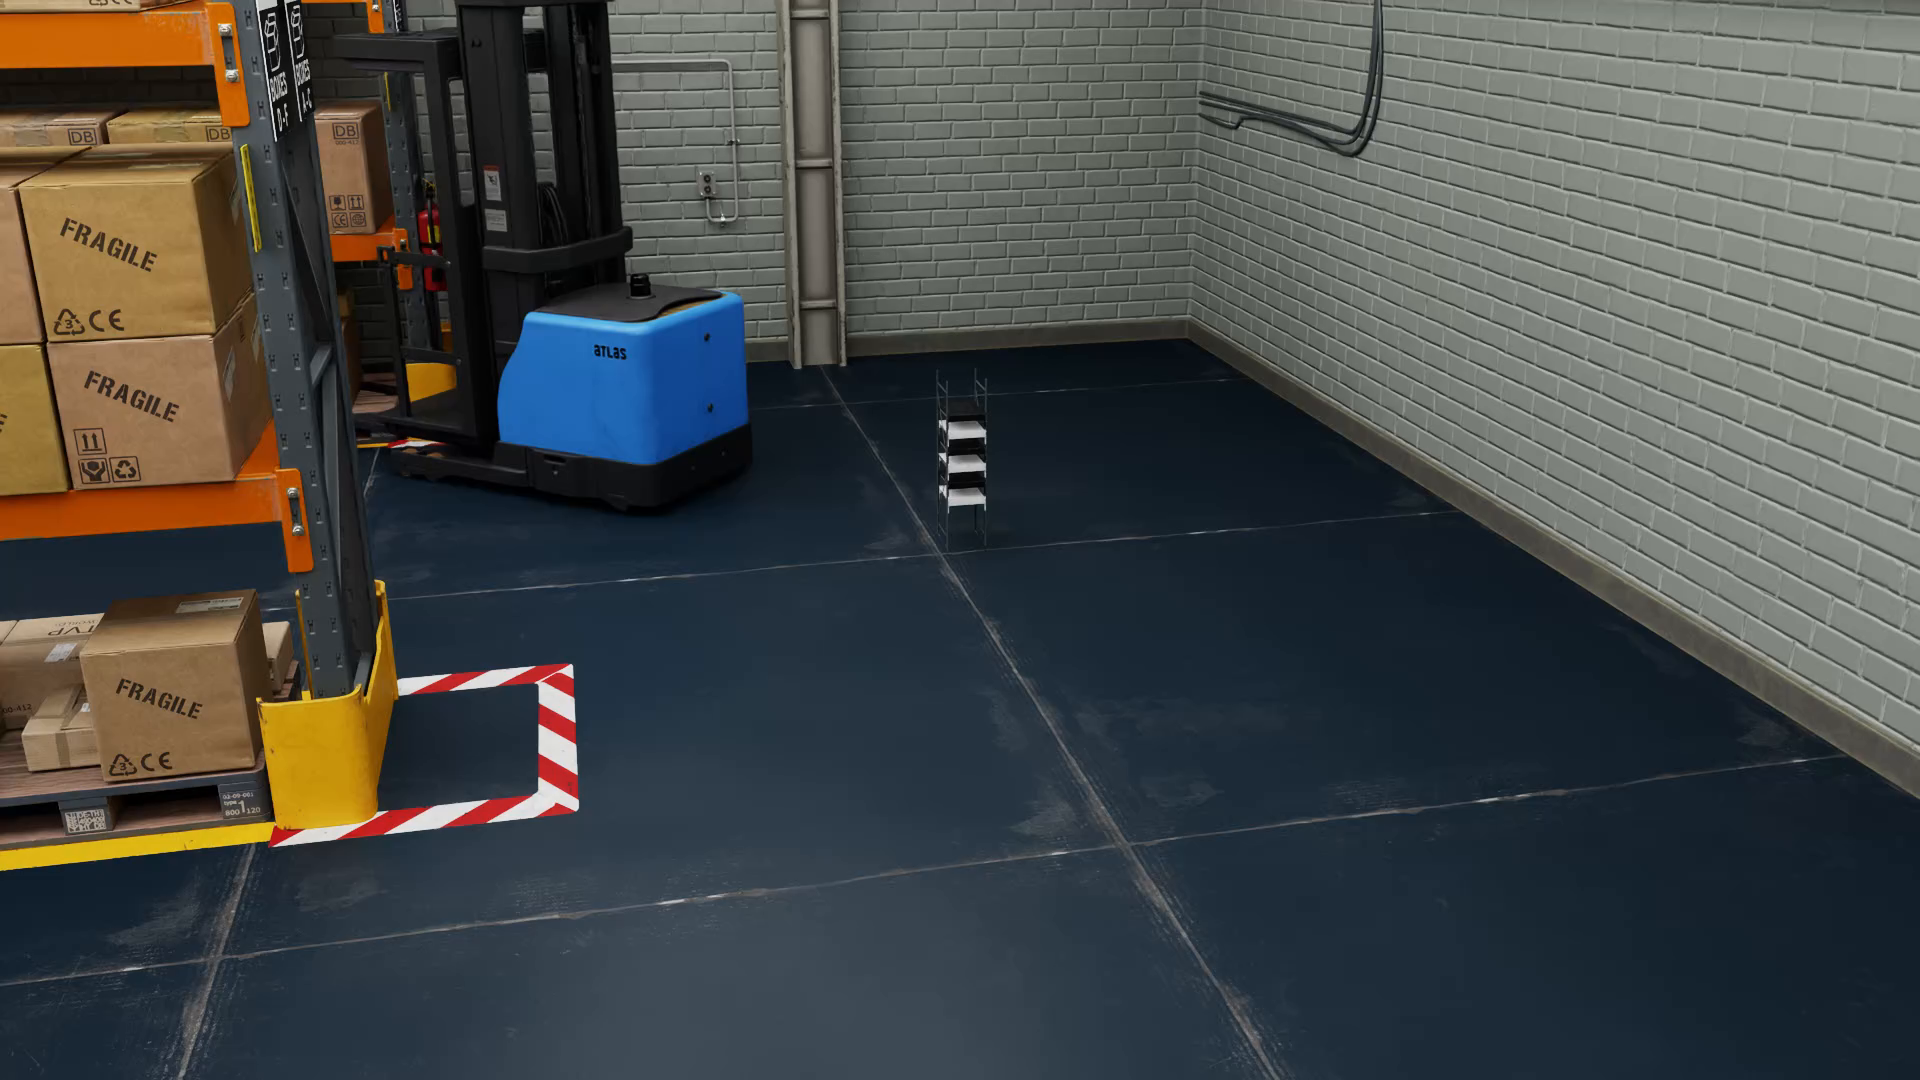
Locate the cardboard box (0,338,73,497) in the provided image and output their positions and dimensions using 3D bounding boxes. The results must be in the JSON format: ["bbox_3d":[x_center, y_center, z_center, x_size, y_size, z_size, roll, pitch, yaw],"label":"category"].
[{"bbox_3d":[-3.226,-0.454,5.547,0.500,0.500,0.500,-4,21,-12],"label":"cardboard box"}]

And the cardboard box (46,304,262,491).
[{"bbox_3d":[-2.722,-0.496,5.662,0.500,0.500,0.500,-4,20,-11],"label":"cardboard box"}]

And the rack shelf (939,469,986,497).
[{"bbox_3d":[0.008,-0.307,8.704,0.200,0.077,0.258,-5,21,-12],"label":"rack shelf"}]

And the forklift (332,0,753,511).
[{"bbox_3d":[-2.785,-1.871,9.661,3.031,2.935,1.130,10,22,25],"label":"forklift"}]

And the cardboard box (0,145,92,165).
[{"bbox_3d":[-3.349,-1.101,5.861,0.500,0.500,0.500,-4,21,-12],"label":"cardboard box"}]

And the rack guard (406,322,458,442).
[{"bbox_3d":[-3.469,-1.062,10.986,0.348,0.500,1.175,-5,21,-12],"label":"rack guard"}]

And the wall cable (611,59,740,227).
[{"bbox_3d":[-2.464,-3.128,11.517,1.851,1.984,0.084,-5,21,-12],"label":"wall cable"}]

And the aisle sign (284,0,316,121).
[{"bbox_3d":[-2.350,-1.900,5.861,0.004,0.787,0.394,-5,21,-12],"label":"aisle sign"}]

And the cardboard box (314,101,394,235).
[{"bbox_3d":[-3.987,-2.330,10.380,0.700,0.700,0.980,-4,20,-10],"label":"cardboard box"}]

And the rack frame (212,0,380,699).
[{"bbox_3d":[-2.349,-0.575,6.025,0.127,3.000,1.000,-5,21,-12],"label":"rack frame"}]

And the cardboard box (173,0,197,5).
[{"bbox_3d":[-2.907,-1.958,5.656,0.500,0.250,0.500,-5,21,-12],"label":"cardboard box"}]

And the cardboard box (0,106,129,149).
[{"bbox_3d":[-5.436,-2.212,10.056,0.700,0.700,0.980,-6,21,-15],"label":"cardboard box"}]

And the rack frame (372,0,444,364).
[{"bbox_3d":[-3.493,-2.233,10.550,0.127,3.000,1.000,-5,21,-12],"label":"rack frame"}]

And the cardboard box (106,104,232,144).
[{"bbox_3d":[-4.692,-2.269,10.212,0.700,0.700,0.980,-5,21,-13],"label":"cardboard box"}]

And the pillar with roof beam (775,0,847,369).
[{"bbox_3d":[-0.073,-4.113,6.959,0.400,9.000,9.100,-5,21,-12],"label":"pillar with roof beam"}]

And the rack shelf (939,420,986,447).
[{"bbox_3d":[0.008,-0.561,8.611,0.200,0.077,0.258,-5,21,-12],"label":"rack shelf"}]

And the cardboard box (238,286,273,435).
[{"bbox_3d":[-2.842,-0.676,6.153,0.500,0.500,0.500,-4,21,-11],"label":"cardboard box"}]

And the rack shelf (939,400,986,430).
[{"bbox_3d":[0.008,-0.645,8.580,0.200,0.077,0.258,-5,21,-12],"label":"rack shelf"}]

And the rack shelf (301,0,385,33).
[{"bbox_3d":[-5.439,-3.146,9.726,4.000,0.370,1.077,-5,21,-12],"label":"rack shelf"}]

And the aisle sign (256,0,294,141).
[{"bbox_3d":[-2.212,-1.699,5.312,0.004,0.787,0.394,-5,21,-12],"label":"aisle sign"}]

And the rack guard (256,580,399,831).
[{"bbox_3d":[-2.423,0.604,6.438,0.348,0.500,1.175,-5,21,-12],"label":"rack guard"}]

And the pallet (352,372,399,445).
[{"bbox_3d":[-4.253,-0.834,10.786,1.213,0.211,1.003,-5,21,-12],"label":"pallet"}]

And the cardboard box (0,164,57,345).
[{"bbox_3d":[-3.210,-0.924,5.378,0.500,0.500,0.500,-4,21,-11],"label":"cardboard box"}]

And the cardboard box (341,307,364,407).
[{"bbox_3d":[-4.151,-1.168,10.666,0.500,0.500,0.700,-5,21,-12],"label":"cardboard box"}]

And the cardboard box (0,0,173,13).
[{"bbox_3d":[-2.788,-1.785,5.183,0.500,0.250,0.500,-5,21,-12],"label":"cardboard box"}]

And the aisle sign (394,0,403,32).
[{"bbox_3d":[-3.354,-3.359,9.845,0.004,0.787,0.394,-5,21,-12],"label":"aisle sign"}]

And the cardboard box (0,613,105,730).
[{"bbox_3d":[-3.430,0.497,6.456,0.500,0.250,0.500,-5,21,-12],"label":"cardboard box"}]

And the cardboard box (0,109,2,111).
[{"bbox_3d":[-6.142,-2.151,9.890,0.700,0.700,0.980,-5,21,-14],"label":"cardboard box"}]

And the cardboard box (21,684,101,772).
[{"bbox_3d":[-3.236,0.676,6.088,0.250,0.166,0.380,-5,21,-12],"label":"cardboard box"}]

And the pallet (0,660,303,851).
[{"bbox_3d":[-3.199,0.803,6.315,1.213,0.211,1.003,-5,21,-12],"label":"pallet"}]

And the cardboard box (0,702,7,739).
[{"bbox_3d":[-3.753,0.700,5.902,0.500,0.250,0.500,-5,21,-12],"label":"cardboard box"}]

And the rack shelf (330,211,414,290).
[{"bbox_3d":[-5.439,-1.737,10.242,4.000,0.370,1.077,-5,21,-12],"label":"rack shelf"}]

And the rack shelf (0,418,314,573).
[{"bbox_3d":[-4.295,-0.079,5.716,4.000,0.370,1.077,-5,21,-12],"label":"rack shelf"}]

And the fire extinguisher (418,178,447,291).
[{"bbox_3d":[-3.240,-1.879,10.239,0.183,0.674,0.296,-5,21,-12],"label":"fire extinguisher"}]

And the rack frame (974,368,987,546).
[{"bbox_3d":[0.107,-0.431,8.684,0.006,0.900,0.240,-5,21,-12],"label":"rack frame"}]

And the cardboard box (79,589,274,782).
[{"bbox_3d":[-2.822,0.517,6.036,0.500,0.500,0.500,-5,21,-12],"label":"cardboard box"}]

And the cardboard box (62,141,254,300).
[{"bbox_3d":[-2.842,-1.145,5.981,0.500,0.500,0.500,-4,20,-11],"label":"cardboard box"}]

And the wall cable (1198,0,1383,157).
[{"bbox_3d":[2.094,-3.920,10.948,0.112,2.526,3.097,-5,21,-12],"label":"wall cable"}]

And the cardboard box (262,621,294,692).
[{"bbox_3d":[-2.836,0.475,6.663,0.250,0.149,0.380,-5,21,-12],"label":"cardboard box"}]

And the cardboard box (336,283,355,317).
[{"bbox_3d":[-4.075,-1.549,10.764,0.250,0.149,0.380,-5,21,-12],"label":"cardboard box"}]

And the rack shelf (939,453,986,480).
[{"bbox_3d":[0.008,-0.392,8.673,0.200,0.077,0.258,-5,21,-12],"label":"rack shelf"}]

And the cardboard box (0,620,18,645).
[{"bbox_3d":[-3.917,0.536,6.348,0.500,0.250,0.500,-5,21,-12],"label":"cardboard box"}]

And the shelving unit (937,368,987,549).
[{"bbox_3d":[0.008,-0.423,8.662,0.210,0.900,0.258,-5,21,-12],"label":"shelving unit"}]

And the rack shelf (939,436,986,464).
[{"bbox_3d":[0.008,-0.476,8.642,0.200,0.077,0.258,-5,21,-12],"label":"rack shelf"}]

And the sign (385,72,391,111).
[{"bbox_3d":[-3.381,-2.706,9.812,0.005,0.325,0.100,-5,21,-12],"label":"sign"}]

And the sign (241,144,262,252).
[{"bbox_3d":[-2.241,-1.080,5.260,0.005,0.325,0.100,-5,21,-12],"label":"sign"}]

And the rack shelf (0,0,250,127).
[{"bbox_3d":[-4.295,-1.488,5.200,4.000,0.370,1.077,-5,21,-12],"label":"rack shelf"}]

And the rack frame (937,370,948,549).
[{"bbox_3d":[-0.091,-0.415,8.640,0.006,0.900,0.240,-5,21,-12],"label":"rack frame"}]

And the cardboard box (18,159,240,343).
[{"bbox_3d":[-2.719,-0.965,5.488,0.500,0.500,0.500,-5,21,-13],"label":"cardboard box"}]

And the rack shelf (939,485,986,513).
[{"bbox_3d":[0.008,-0.223,8.735,0.200,0.077,0.258,-5,21,-12],"label":"rack shelf"}]
